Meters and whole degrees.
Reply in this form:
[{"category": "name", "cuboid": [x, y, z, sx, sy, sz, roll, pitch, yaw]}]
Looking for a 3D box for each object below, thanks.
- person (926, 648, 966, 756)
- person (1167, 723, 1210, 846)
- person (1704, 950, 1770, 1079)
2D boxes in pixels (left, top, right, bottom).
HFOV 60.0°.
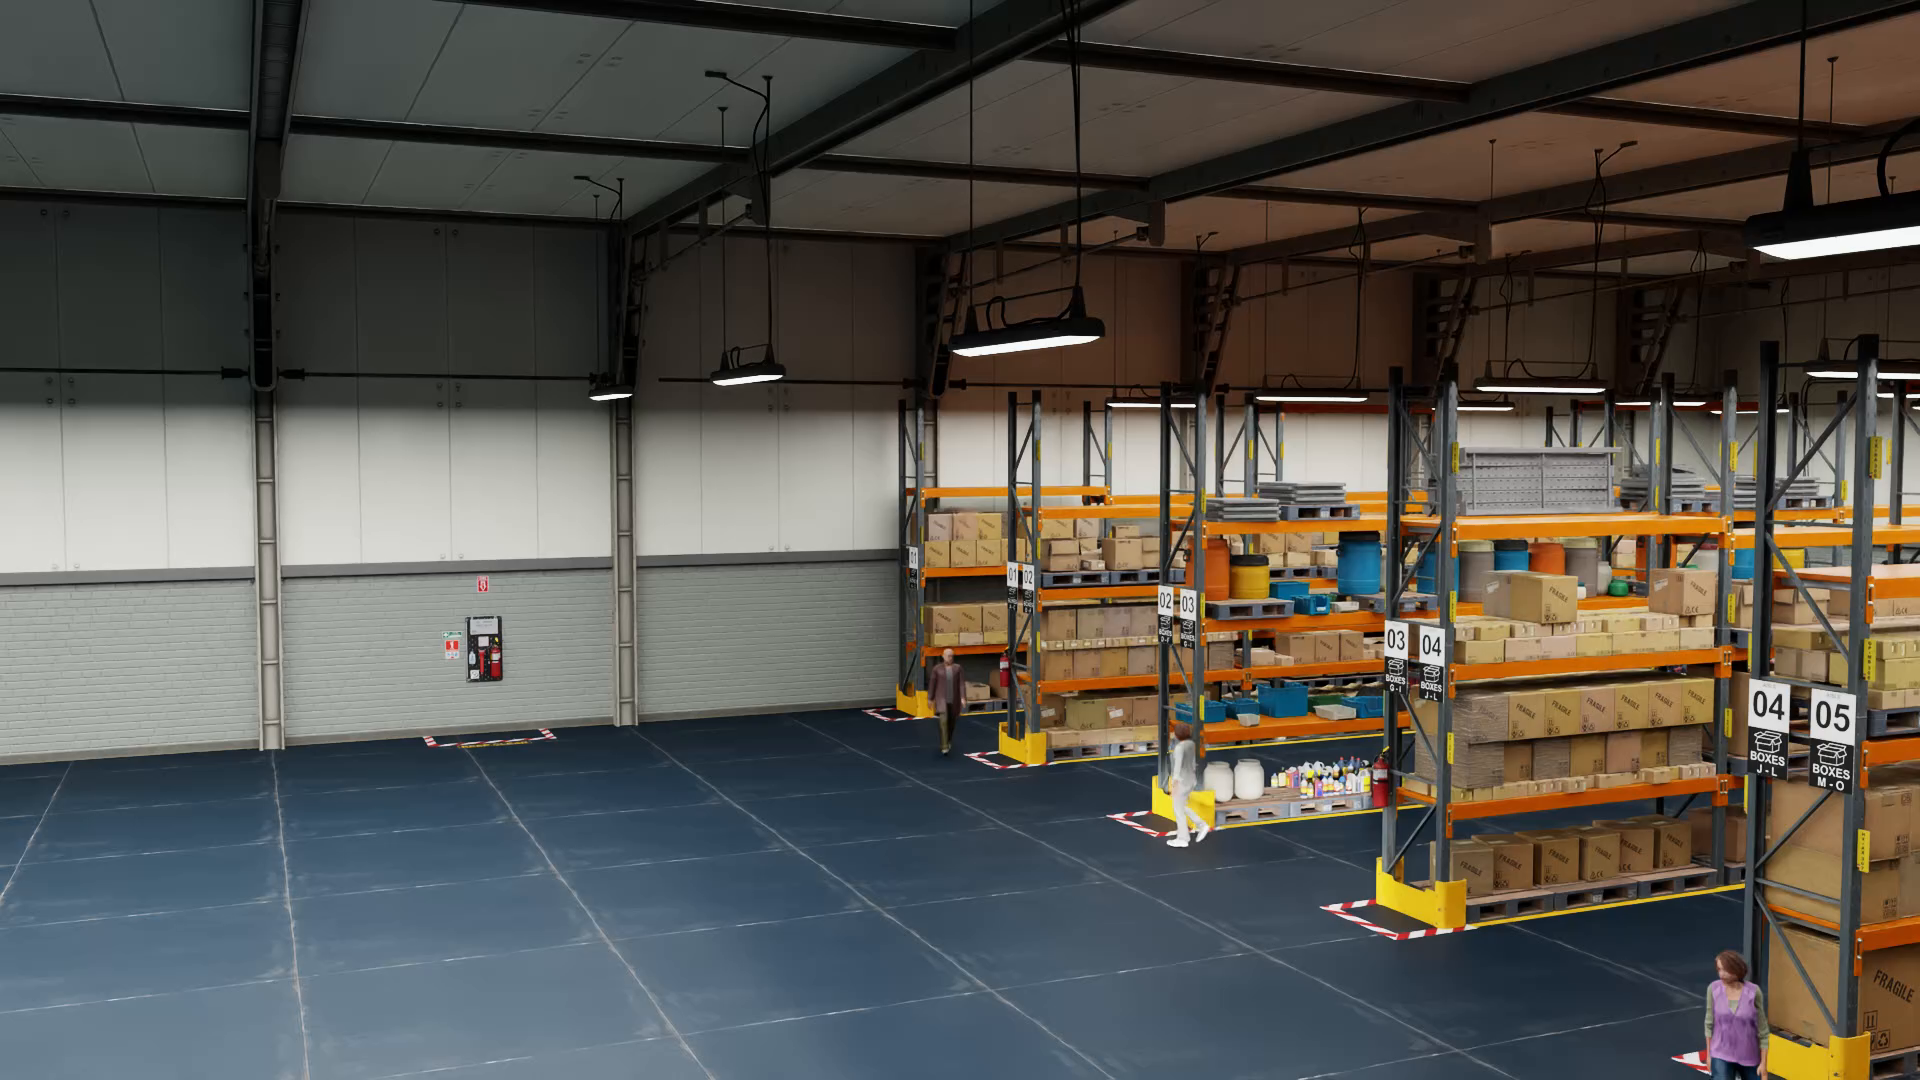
[{"category": "person", "cuboid": [-0.213, 2.676, 27.642, 0.603, 1.751, 1.006, -1, 4, -21]}, {"category": "person", "cuboid": [2.901, 3.113, 21.138, 0.525, 1.586, 0.413, 2, 4, 28]}, {"category": "person", "cuboid": [5.526, 3.688, 11.834, 0.419, 1.540, 0.816, 1, 4, 22]}]
